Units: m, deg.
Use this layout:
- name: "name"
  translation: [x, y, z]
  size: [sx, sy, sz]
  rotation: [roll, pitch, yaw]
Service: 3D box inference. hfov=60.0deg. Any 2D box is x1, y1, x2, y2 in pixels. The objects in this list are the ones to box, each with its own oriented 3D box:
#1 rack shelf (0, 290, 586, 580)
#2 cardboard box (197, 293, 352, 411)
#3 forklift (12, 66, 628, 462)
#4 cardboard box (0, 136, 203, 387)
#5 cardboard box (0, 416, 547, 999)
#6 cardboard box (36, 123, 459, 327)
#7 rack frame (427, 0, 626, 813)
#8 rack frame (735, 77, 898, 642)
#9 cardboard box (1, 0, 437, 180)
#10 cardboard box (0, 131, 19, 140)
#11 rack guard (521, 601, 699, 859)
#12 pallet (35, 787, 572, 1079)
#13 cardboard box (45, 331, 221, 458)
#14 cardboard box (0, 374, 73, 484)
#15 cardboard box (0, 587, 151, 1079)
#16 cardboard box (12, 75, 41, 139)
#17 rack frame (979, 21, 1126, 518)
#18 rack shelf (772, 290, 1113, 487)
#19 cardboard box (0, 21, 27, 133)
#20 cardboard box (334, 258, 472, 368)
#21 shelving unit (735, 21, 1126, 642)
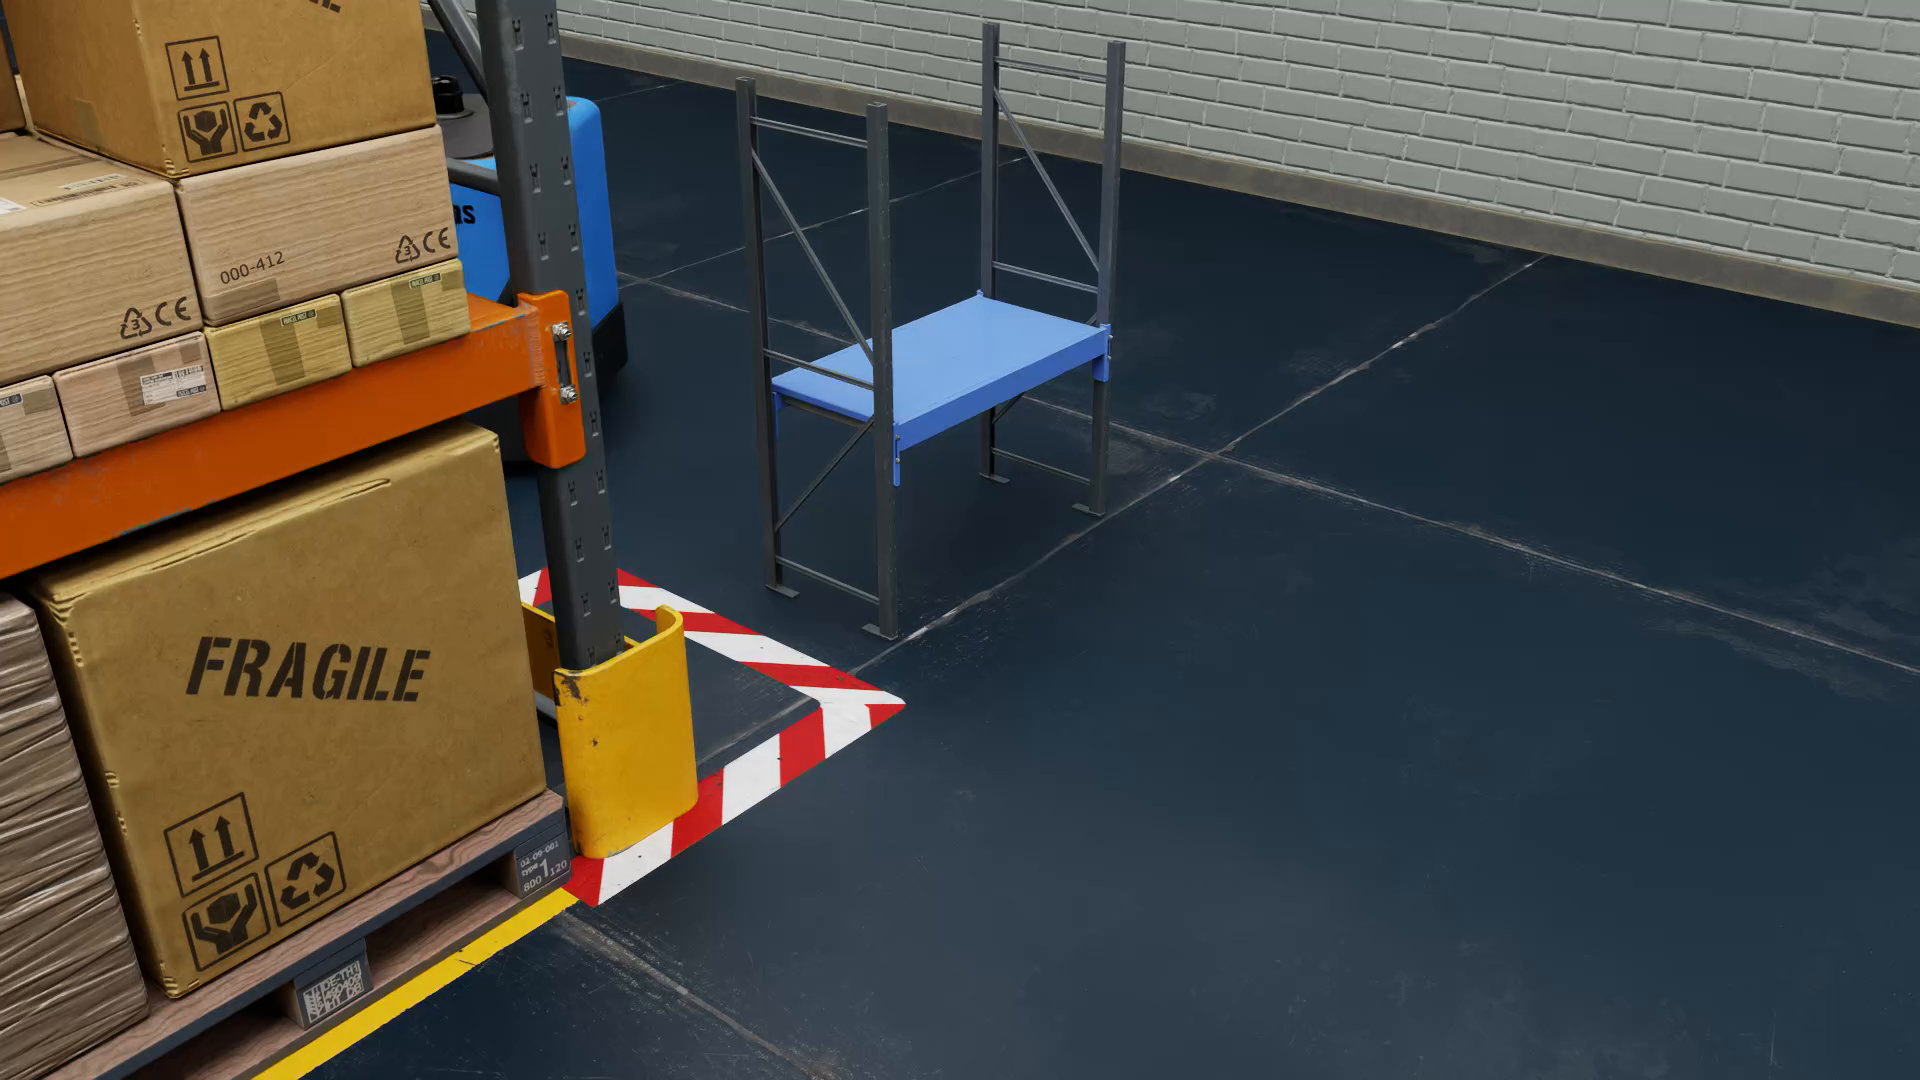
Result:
- name: "rack shelf"
  translation: [-2.456, 0.220, 2.342]
  size: [1.077, 0.370, 4.000]
  rotation: [21, 34, 34]
- name: "cardboard box"
  translation: [-1.320, -0.382, 2.996]
  size: [0.380, 0.149, 0.250]
  rotation: [21, 34, 35]
- name: "forklift"
  translation: [-2.840, -1.819, 5.577]
  size: [3.031, 2.935, 1.130]
  rotation: [3, 28, 6]
- name: "cardboard box"
  translation: [-1.610, -0.445, 2.685]
  size: [0.500, 0.250, 0.500]
  rotation: [20, 33, 34]
- name: "cardboard box"
  translation: [-1.529, 0.199, 3.456]
  size: [0.875, 0.875, 0.875]
  rotation: [21, 34, 34]
- name: "cardboard box"
  translation: [-1.287, -0.624, 3.032]
  size: [0.500, 0.250, 0.500]
  rotation: [20, 33, 34]
- name: "rack frame"
  translation: [-1.183, -0.808, 3.548]
  size: [1.000, 3.000, 0.127]
  rotation: [21, 34, 34]
- name: "rack frame"
  translation: [-0.378, -0.456, 4.499]
  size: [0.500, 1.500, 0.032]
  rotation: [21, 34, 34]
- name: "cardboard box"
  translation: [-1.291, -0.957, 2.859]
  size: [0.500, 0.500, 0.500]
  rotation: [21, 34, 35]
- name: "cardboard box"
  translation: [-2.023, -0.596, 2.978]
  size: [0.500, 0.250, 0.500]
  rotation: [20, 34, 34]
- name: "rack guard"
  translation: [-1.168, 0.293, 4.139]
  size: [1.175, 0.500, 0.348]
  rotation: [21, 34, 34]
- name: "pallet"
  translation: [-1.632, 0.737, 3.596]
  size: [1.003, 0.211, 1.213]
  rotation: [21, 34, 34]
- name: "cardboard box"
  translation: [-1.481, -0.292, 2.824]
  size: [0.380, 0.149, 0.250]
  rotation: [21, 34, 35]
- name: "cardboard box"
  translation: [-1.641, -0.204, 2.654]
  size: [0.380, 0.149, 0.250]
  rotation: [21, 34, 35]
- name: "cardboard box"
  translation: [-2.108, 0.522, 2.832]
  size: [0.875, 0.875, 0.875]
  rotation: [21, 34, 34]
- name: "cardboard box"
  translation: [-1.697, -0.783, 3.338]
  size: [0.500, 0.250, 0.500]
  rotation: [20, 33, 33]
- name: "rack frame"
  translation: [0.269, -0.816, 5.195]
  size: [0.500, 1.500, 0.032]
  rotation: [21, 34, 34]
- name: "rack shelf"
  translation: [-0.054, -0.476, 4.930]
  size: [0.538, 0.185, 1.000]
  rotation: [21, 34, 34]
- name: "cardboard box"
  translation: [-2.015, -0.938, 2.823]
  size: [0.500, 0.500, 0.500]
  rotation: [20, 33, 33]
- name: "cardboard box"
  translation: [-1.156, -0.474, 3.176]
  size: [0.380, 0.149, 0.250]
  rotation: [22, 34, 35]
- name: "shelving unit"
  translation: [-0.054, -0.636, 4.847]
  size: [0.538, 1.500, 1.048]
  rotation: [21, 34, 34]
